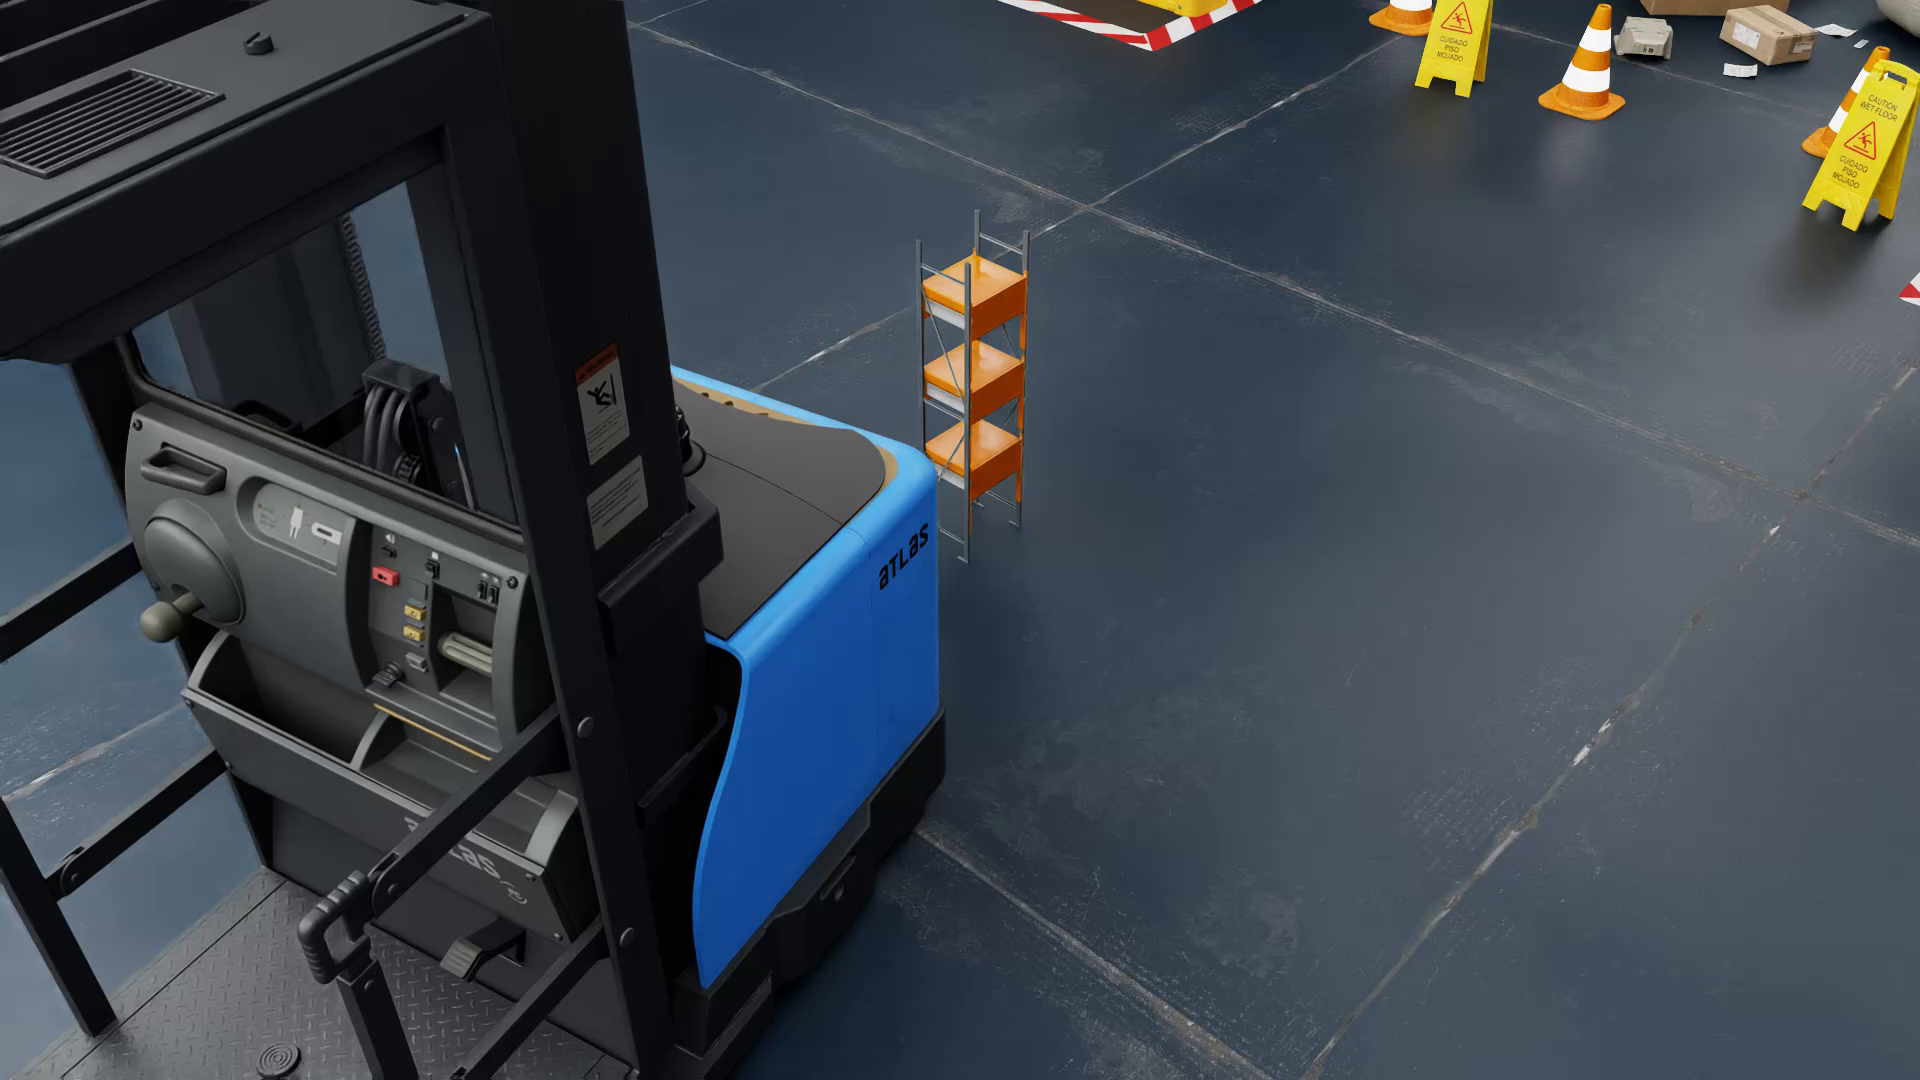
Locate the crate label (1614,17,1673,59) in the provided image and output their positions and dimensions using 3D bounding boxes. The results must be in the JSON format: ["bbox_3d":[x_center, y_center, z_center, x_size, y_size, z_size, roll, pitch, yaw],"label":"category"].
[{"bbox_3d":[3.416,-2.504,8.289,0.250,0.136,0.298,8,39,10],"label":"crate label"}]

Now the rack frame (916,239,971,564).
[{"bbox_3d":[-0.046,-0.379,4.884,0.200,1.050,0.008,30,47,32],"label":"rack frame"}]

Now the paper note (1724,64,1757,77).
[{"bbox_3d":[3.810,-2.296,8.113,0.148,0.019,0.142,14,41,17],"label":"paper note"}]

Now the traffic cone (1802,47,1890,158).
[{"bbox_3d":[3.980,-1.934,7.311,0.336,0.463,0.334,30,47,32],"label":"traffic cone"}]

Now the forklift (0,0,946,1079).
[{"bbox_3d":[-1.208,0.141,2.717,1.130,2.935,3.031,20,43,23],"label":"forklift"}]

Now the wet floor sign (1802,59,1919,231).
[{"bbox_3d":[3.724,-1.628,6.779,0.232,0.644,0.267,-18,42,-21],"label":"wet floor sign"}]

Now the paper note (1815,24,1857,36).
[{"bbox_3d":[4.494,-2.619,8.528,0.142,0.019,0.148,-18,42,-21],"label":"paper note"}]

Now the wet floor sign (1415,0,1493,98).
[{"bbox_3d":[2.362,-2.454,7.817,0.267,0.644,0.232,22,43,25],"label":"wet floor sign"}]

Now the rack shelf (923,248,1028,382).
[{"bbox_3d":[0.036,-0.649,4.784,0.215,0.259,0.240,30,47,32],"label":"rack shelf"}]

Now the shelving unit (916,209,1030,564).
[{"bbox_3d":[0.036,-0.435,4.954,0.215,1.050,0.252,30,47,32],"label":"shelving unit"}]

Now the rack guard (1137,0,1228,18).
[{"bbox_3d":[0.904,-3.231,8.911,1.175,0.500,0.348,30,47,32],"label":"rack guard"}]

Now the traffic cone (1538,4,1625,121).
[{"bbox_3d":[2.931,-2.244,7.700,0.336,0.463,0.334,30,47,32],"label":"traffic cone"}]

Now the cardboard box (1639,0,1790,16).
[{"bbox_3d":[3.958,-3.081,8.720,0.797,0.503,0.637,2,39,2],"label":"cardboard box"}]

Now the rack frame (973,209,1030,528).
[{"bbox_3d":[0.118,-0.492,5.025,0.200,1.050,0.008,30,47,32],"label":"rack frame"}]

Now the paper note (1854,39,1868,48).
[{"bbox_3d":[4.549,-2.504,8.391,0.032,0.001,0.123,30,47,32],"label":"paper note"}]

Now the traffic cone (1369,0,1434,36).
[{"bbox_3d":[2.326,-2.875,8.494,0.336,0.463,0.334,30,47,32],"label":"traffic cone"}]

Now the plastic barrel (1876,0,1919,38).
[{"bbox_3d":[4.918,-2.764,8.386,0.421,0.421,0.512,-5,39,-6],"label":"plastic barrel"}]

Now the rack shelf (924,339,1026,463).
[{"bbox_3d":[0.036,-0.427,4.961,0.215,0.259,0.240,30,47,32],"label":"rack shelf"}]

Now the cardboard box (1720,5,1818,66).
[{"bbox_3d":[4.035,-2.522,8.302,0.250,0.149,0.380,-11,40,-14],"label":"cardboard box"}]

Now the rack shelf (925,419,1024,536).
[{"bbox_3d":[0.036,-0.210,5.134,0.215,0.259,0.240,30,47,32],"label":"rack shelf"}]
